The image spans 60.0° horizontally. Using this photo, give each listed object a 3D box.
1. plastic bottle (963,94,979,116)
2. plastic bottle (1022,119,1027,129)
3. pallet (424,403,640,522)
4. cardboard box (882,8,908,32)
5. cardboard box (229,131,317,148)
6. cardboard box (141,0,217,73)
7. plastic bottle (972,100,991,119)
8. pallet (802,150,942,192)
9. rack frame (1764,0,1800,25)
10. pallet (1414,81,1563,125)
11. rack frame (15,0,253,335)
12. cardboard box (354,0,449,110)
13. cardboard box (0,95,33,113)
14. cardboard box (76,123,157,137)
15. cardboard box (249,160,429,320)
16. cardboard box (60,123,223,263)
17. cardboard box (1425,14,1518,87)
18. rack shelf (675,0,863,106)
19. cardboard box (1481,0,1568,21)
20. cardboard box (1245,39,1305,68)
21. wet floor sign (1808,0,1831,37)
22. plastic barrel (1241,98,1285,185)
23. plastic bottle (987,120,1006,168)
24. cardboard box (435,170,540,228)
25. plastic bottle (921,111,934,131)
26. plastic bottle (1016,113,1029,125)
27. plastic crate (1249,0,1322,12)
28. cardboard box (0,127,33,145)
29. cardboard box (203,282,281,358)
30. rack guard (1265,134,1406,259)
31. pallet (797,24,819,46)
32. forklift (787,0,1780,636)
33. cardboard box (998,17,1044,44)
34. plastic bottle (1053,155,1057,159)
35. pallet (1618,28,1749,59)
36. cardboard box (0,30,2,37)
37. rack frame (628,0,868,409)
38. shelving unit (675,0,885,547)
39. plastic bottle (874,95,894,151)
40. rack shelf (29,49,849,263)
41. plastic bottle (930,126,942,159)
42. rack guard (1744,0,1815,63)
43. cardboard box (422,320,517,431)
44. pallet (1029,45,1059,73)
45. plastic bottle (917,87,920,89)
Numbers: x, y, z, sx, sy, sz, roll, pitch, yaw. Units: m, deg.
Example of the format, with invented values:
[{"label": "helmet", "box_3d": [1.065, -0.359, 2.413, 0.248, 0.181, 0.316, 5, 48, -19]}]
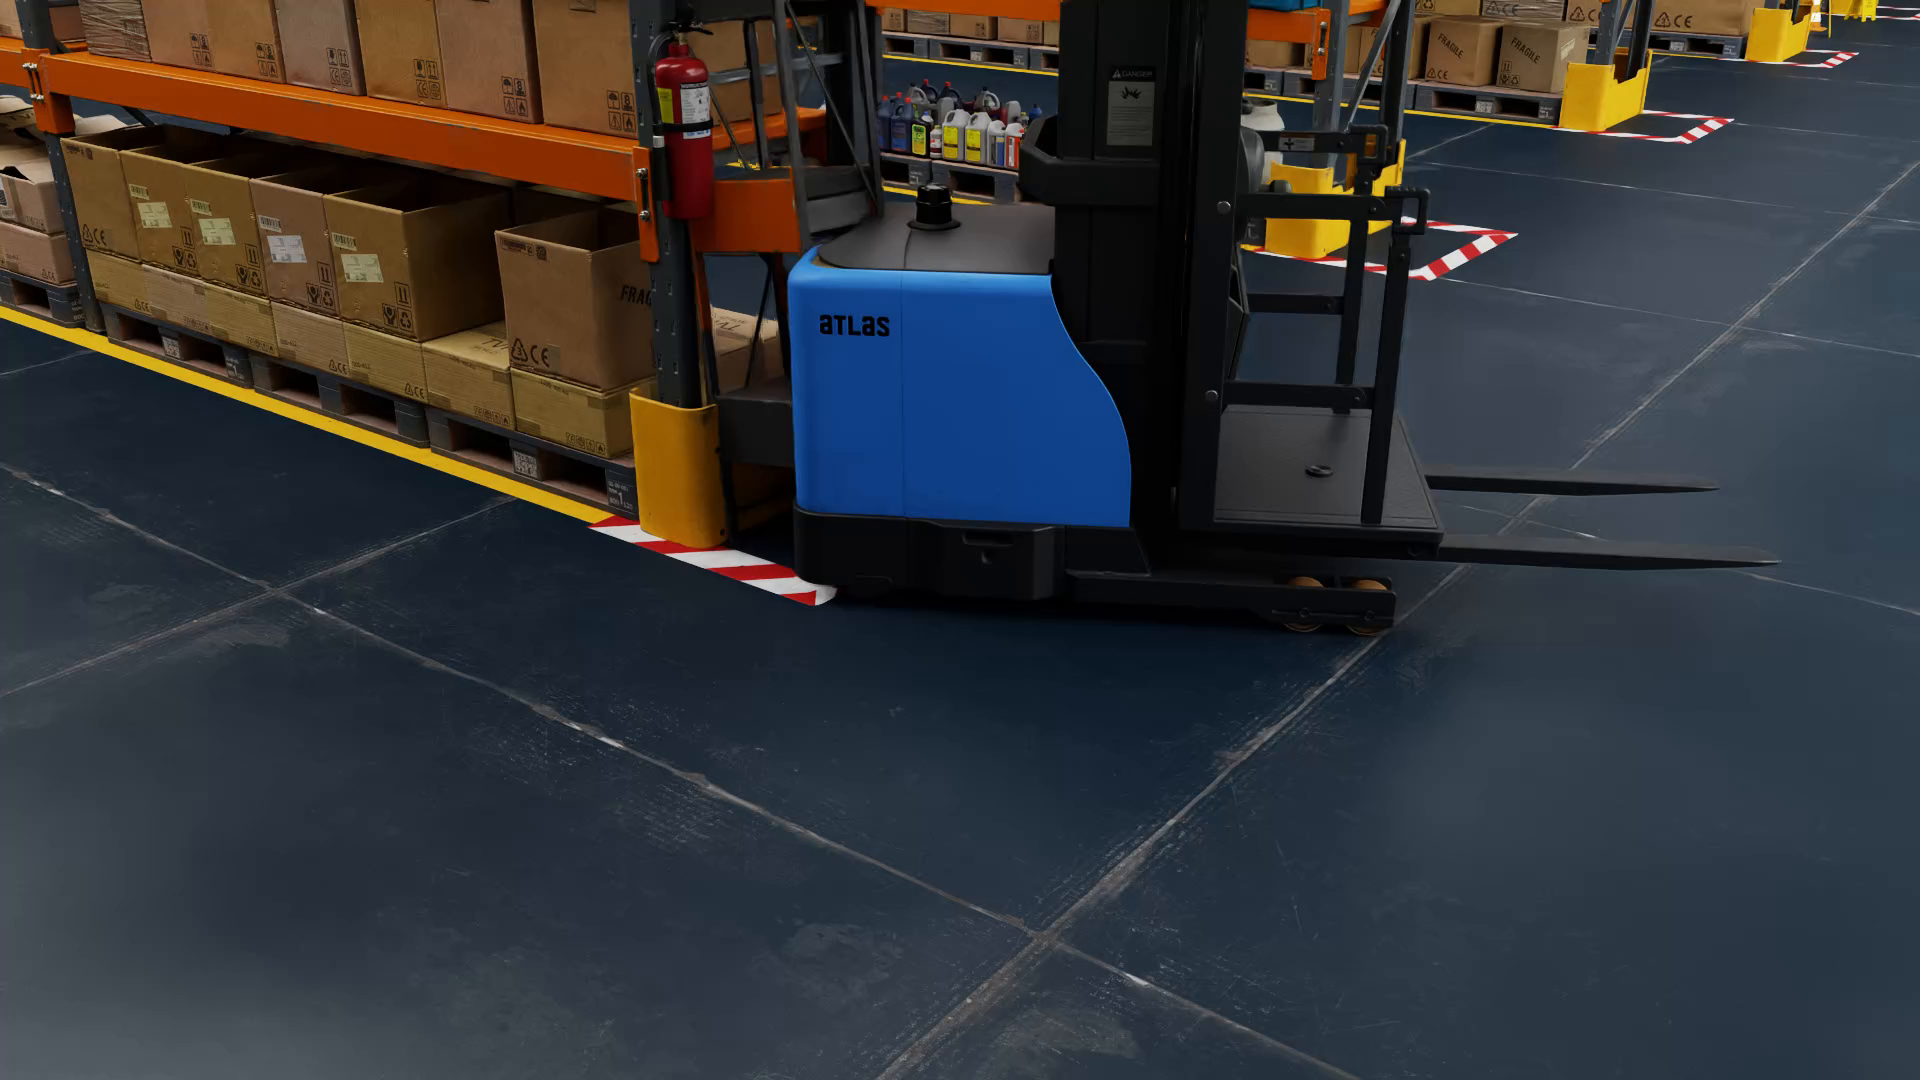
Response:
[{"label": "plastic bottle", "box_3d": [0.088, -2.955, 11.559, 0.133, 0.283, 0.061, 19, 30, 37]}, {"label": "plastic bottle", "box_3d": [0.438, -2.530, 10.594, 0.133, 0.283, 0.061, 17, 29, 33]}, {"label": "pallet", "box_3d": [-1.319, -0.462, 6.538, 1.213, 0.211, 1.003, 17, 29, 33]}, {"label": "cardboard box", "box_3d": [-0.591, -5.599, 17.291, 0.500, 0.500, 0.700, 15, 28, 31]}, {"label": "cardboard box", "box_3d": [-2.987, -1.645, 7.723, 0.500, 0.500, 0.500, 17, 29, 33]}, {"label": "cardboard box", "box_3d": [-3.098, -2.349, 7.238, 0.500, 0.500, 0.700, 16, 29, 33]}, {"label": "plastic bottle", "box_3d": [0.151, -2.863, 11.352, 0.133, 0.283, 0.061, 17, 29, 33]}, {"label": "pallet", "box_3d": [-0.396, -2.680, 11.570, 1.213, 0.211, 1.003, 17, 29, 33]}, {"label": "rack frame", "box_3d": [8.318, -6.338, 16.415, 0.127, 3.000, 1.000, 17, 29, 33]}, {"label": "pallet", "box_3d": [4.573, -3.712, 13.914, 1.213, 0.211, 1.003, 17, 29, 33]}, {"label": "rack frame", "box_3d": [-3.882, -2.534, 7.782, 0.127, 3.000, 1.000, 17, 29, 33]}, {"label": "cardboard box", "box_3d": [-1.865, -1.977, 6.393, 0.500, 0.500, 0.700, 17, 29, 34]}, {"label": "cardboard box", "box_3d": [-5.694, -2.398, 9.667, 0.500, 0.311, 0.500, 17, 29, 33]}, {"label": "cardboard box", "box_3d": [-4.461, -2.028, 8.826, 0.500, 0.311, 0.500, 16, 29, 33]}, {"label": "cardboard box", "box_3d": [-2.498, -1.236, 6.795, 0.500, 0.500, 0.500, 17, 29, 33]}, {"label": "cardboard box", "box_3d": [-3.699, -1.598, 7.616, 0.500, 0.500, 0.500, 17, 29, 33]}, {"label": "cardboard box", "box_3d": [4.274, -4.100, 13.916, 0.500, 0.500, 0.500, -17, 29, -34]}, {"label": "rack shelf", "box_3d": [-0.618, -1.633, 5.212, 0.480, 0.518, 0.431, 8, 21, 37]}, {"label": "cardboard box", "box_3d": [6.302, -6.134, 18.066, 0.875, 0.875, 0.875, 17, 29, 34]}, {"label": "cardboard box", "box_3d": [2.821, -4.532, 14.895, 0.500, 0.500, 0.500, -16, 28, -31]}, {"label": "wet floor sign", "box_3d": [9.529, -5.893, 18.324, 0.232, 0.644, 0.267, 12, 26, 24]}, {"label": "plastic barrel", "box_3d": [1.720, -2.352, 9.934, 0.421, 0.512, 0.421, 0, 24, 0]}, {"label": "plastic bottle", "box_3d": [0.263, -2.525, 10.593, 0.135, 0.276, 0.152, 16, 28, 32]}, {"label": "cardboard box", "box_3d": [-1.786, -1.283, 6.900, 0.500, 0.500, 0.500, 17, 29, 33]}, {"label": "plastic bottle", "box_3d": [-0.220, -2.686, 10.964, 0.097, 0.271, 0.097, 0, 24, 0]}, {"label": "plastic bottle", "box_3d": [0.430, -2.805, 11.320, 0.097, 0.201, 0.097, 0, 24, 0]}, {"label": "plastic crate", "box_3d": [1.712, -3.121, 9.297, 0.616, 0.251, 0.499, 17, 29, 33]}, {"label": "cardboard box", "box_3d": [-5.196, -1.976, 8.707, 0.500, 0.311, 0.500, 17, 29, 33]}, {"label": "cardboard box", "box_3d": [-2.899, -1.013, 7.219, 0.500, 0.250, 0.500, 17, 29, 33]}, {"label": "rack guard", "box_3d": [2.203, -2.024, 9.723, 0.348, 0.500, 1.175, 17, 29, 33]}, {"label": "pallet", "box_3d": [-1.725, -5.636, 18.279, 1.213, 0.211, 1.003, 17, 29, 33]}, {"label": "forklift", "box_3d": [1.026, -1.276, 5.012, 3.031, 2.935, 1.130, 3, 24, 6]}, {"label": "cardboard box", "box_3d": [0.765, -5.199, 16.384, 0.500, 0.500, 0.700, 14, 27, 29]}, {"label": "plastic bottle", "box_3d": [0.560, -2.388, 10.374, 0.097, 0.201, 0.097, 0, 24, 0]}, {"label": "pallet", "box_3d": [7.631, -5.230, 17.359, 1.213, 0.211, 1.003, 17, 29, 33]}, {"label": "cardboard box", "box_3d": [-4.696, -2.626, 8.157, 0.258, 0.266, 0.396, 16, 28, 32]}, {"label": "rack frame", "box_3d": [-0.682, -1.567, 5.586, 0.127, 3.000, 1.000, 17, 29, 33]}, {"label": "shelving unit", "box_3d": [-0.558, -0.979, 5.409, 0.503, 2.100, 0.431, 8, 21, 37]}, {"label": "plastic bottle", "box_3d": [-0.512, -2.792, 11.105, 0.185, 0.351, 0.144, 18, 29, 35]}, {"label": "rack shelf", "box_3d": [-2.282, -1.721, 6.829, 4.000, 0.370, 1.077, 17, 29, 33]}, {"label": "plastic bottle", "box_3d": [-0.148, -2.602, 10.859, 0.097, 0.201, 0.097, 0, 24, 0]}, {"label": "rack guard", "box_3d": [8.337, -5.188, 16.906, 0.348, 0.500, 1.175, 17, 29, 33]}, {"label": "cardboard box", "box_3d": [-1.695, -0.652, 6.400, 0.500, 0.250, 0.500, 17, 29, 33]}, {"label": "pallet", "box_3d": [1.438, -4.641, 16.022, 1.213, 0.211, 1.003, 17, 29, 33]}, {"label": "plastic bottle", "box_3d": [-0.326, -3.080, 11.843, 0.133, 0.283, 0.061, 19, 30, 36]}]
